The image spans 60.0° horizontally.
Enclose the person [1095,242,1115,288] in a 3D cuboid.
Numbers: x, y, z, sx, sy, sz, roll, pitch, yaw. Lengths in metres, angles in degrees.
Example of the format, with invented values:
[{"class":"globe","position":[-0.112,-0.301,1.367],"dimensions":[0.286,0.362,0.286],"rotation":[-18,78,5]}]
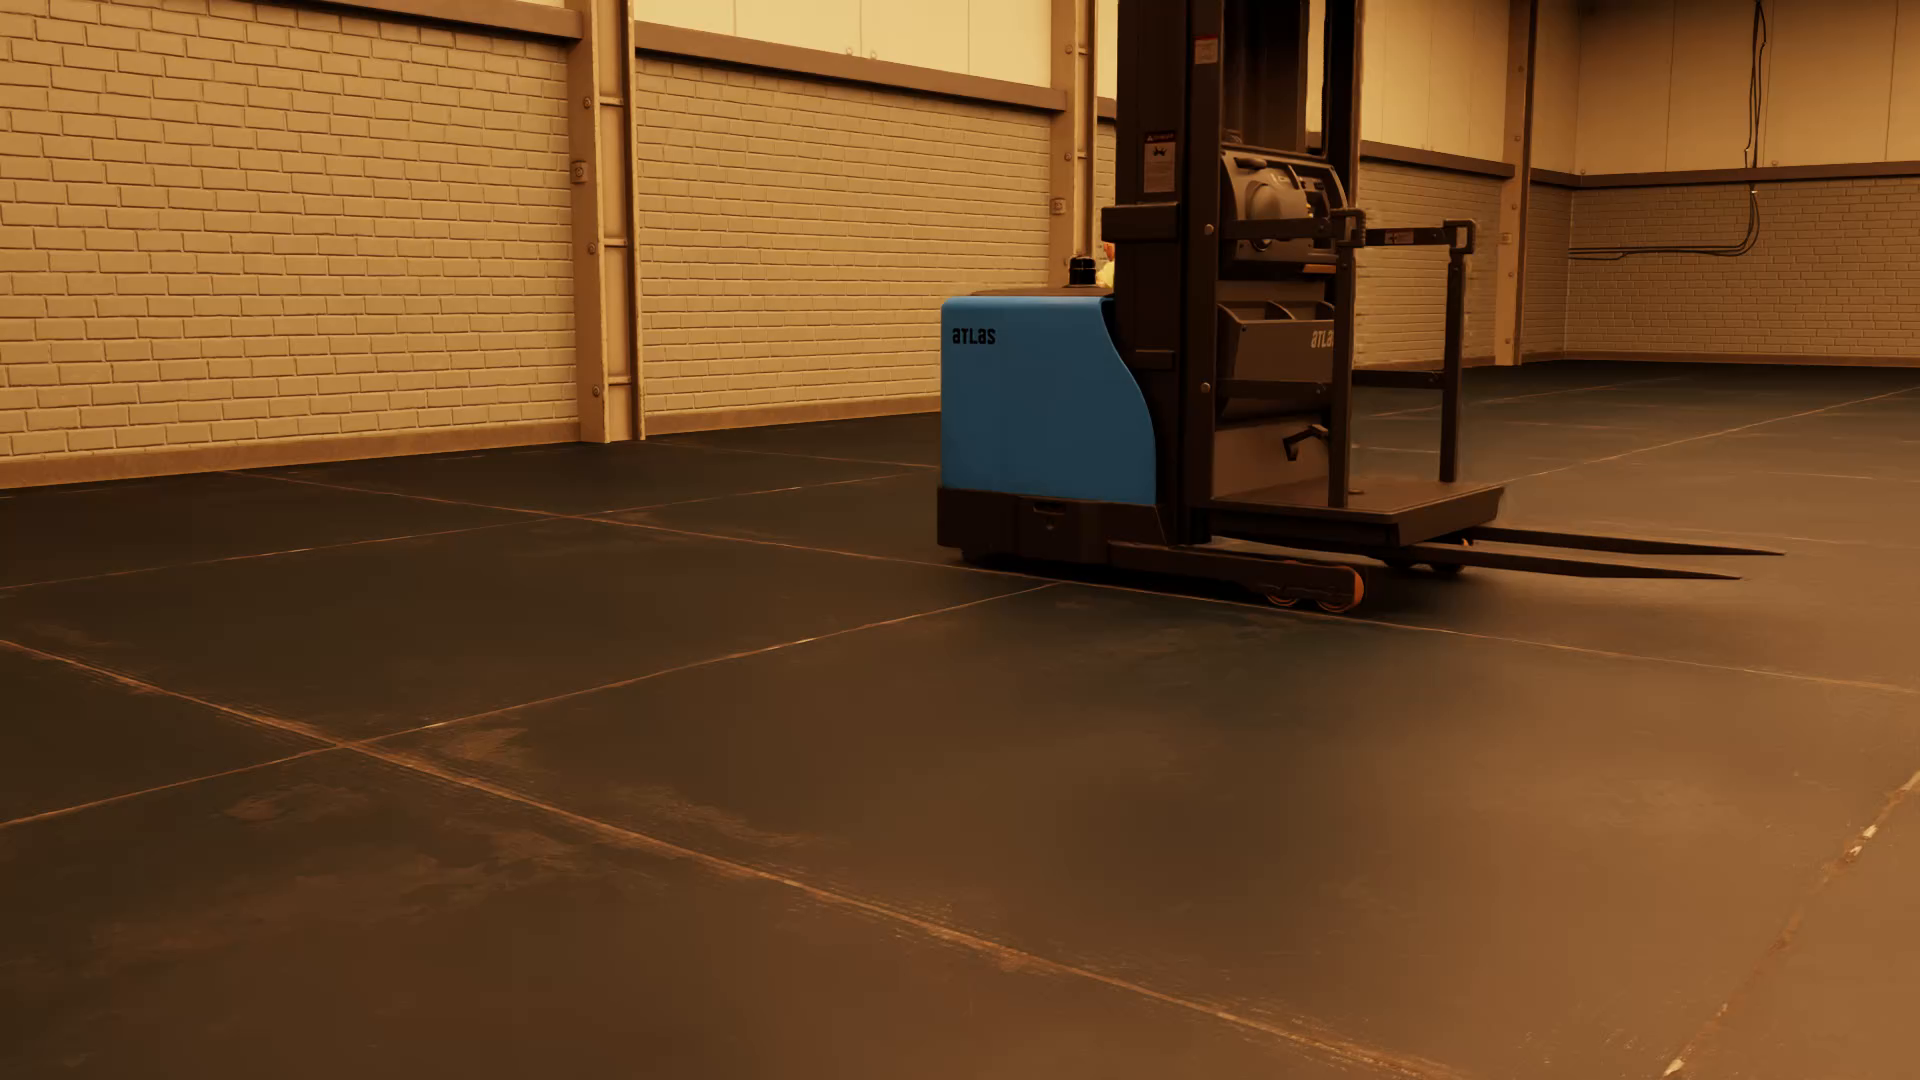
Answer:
[{"class":"person","position":[0.914,-0.959,8.911],"dimensions":[1.071,1.566,0.507],"rotation":[-5,10,-32]}]

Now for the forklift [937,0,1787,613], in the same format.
[{"class":"forklift","position":[1.383,-1.286,6.073],"dimensions":[3.031,2.935,1.130],"rotation":[6,10,37]}]
